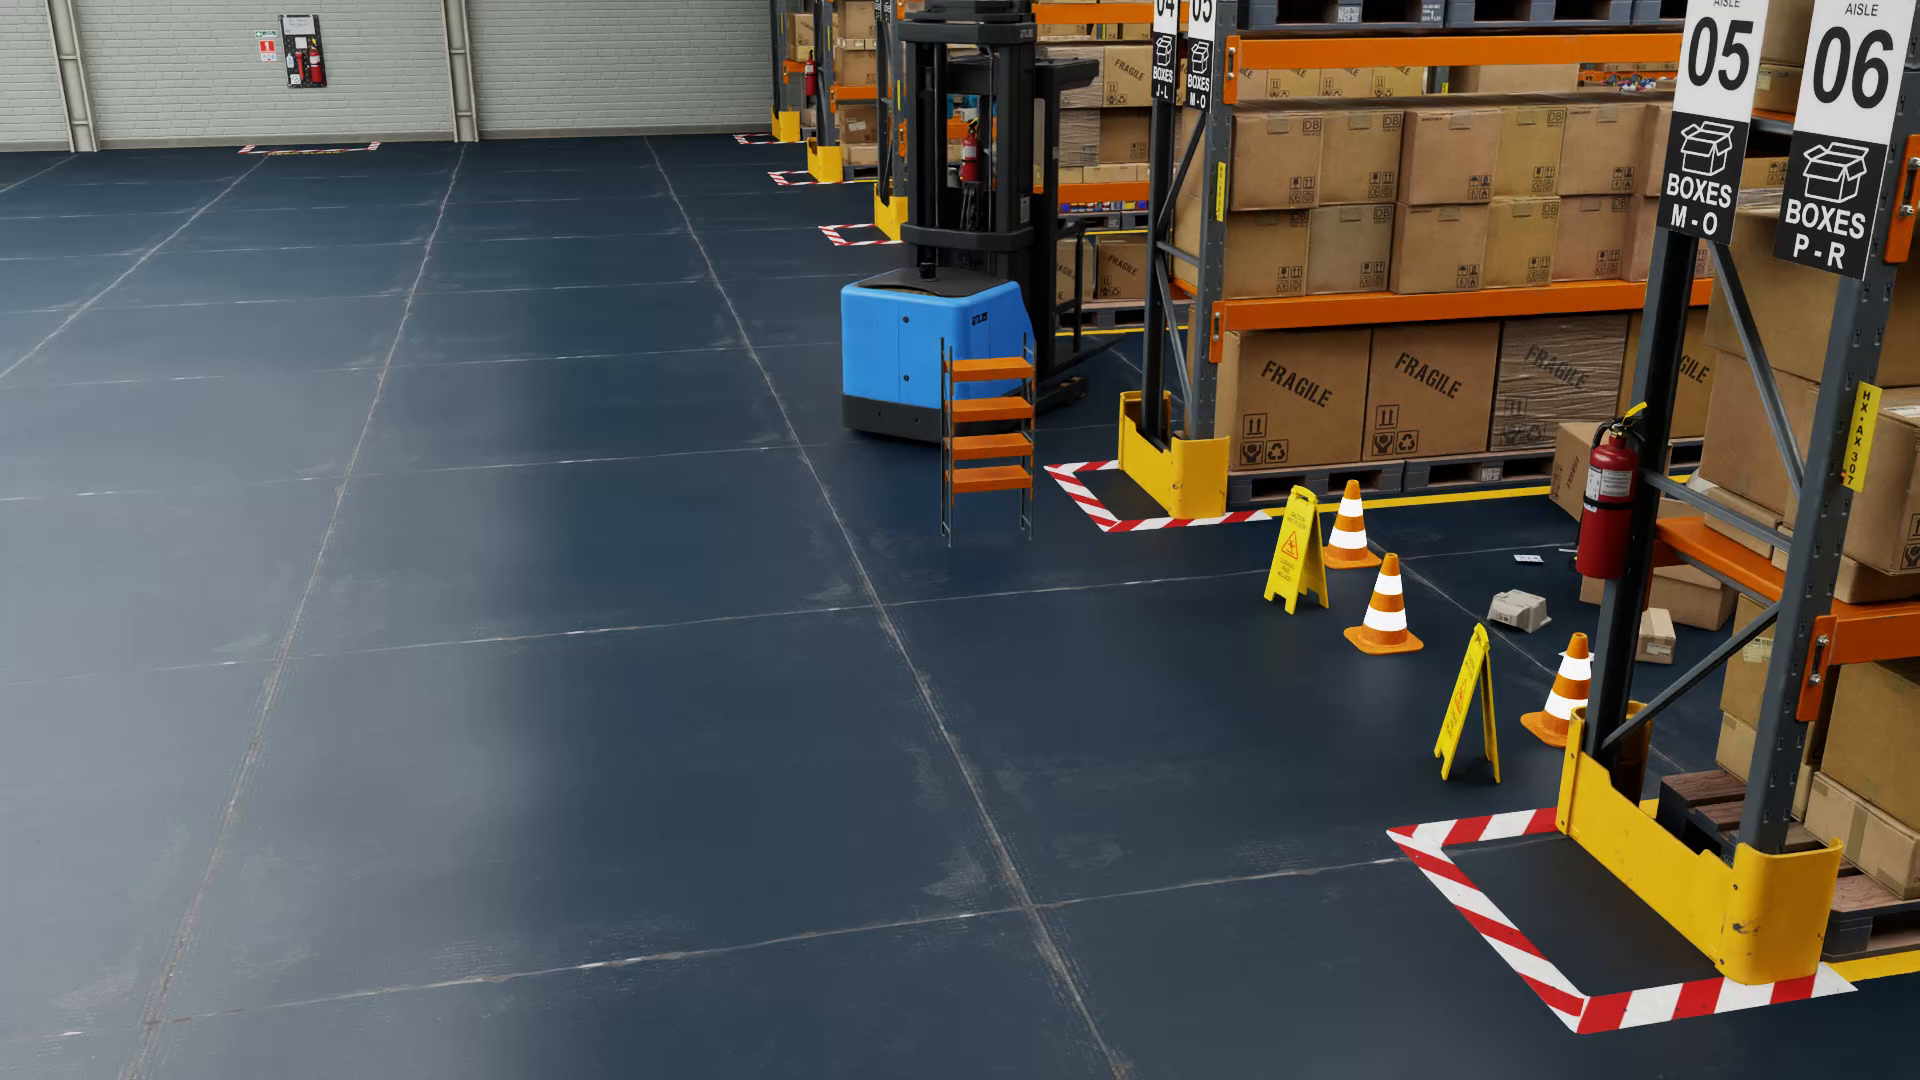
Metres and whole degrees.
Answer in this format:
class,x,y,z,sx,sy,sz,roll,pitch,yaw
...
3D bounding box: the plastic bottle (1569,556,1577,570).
class,x,y,z,sx,sy,sz,roll,pitch,yaw
plastic bottle,3.584,0.120,9.398,0.283,0.061,0.133,-13,24,-31

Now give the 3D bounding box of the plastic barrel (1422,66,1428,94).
class,x,y,z,sx,sy,sz,roll,pitch,yaw
plastic barrel,5.612,-5.563,20.478,0.421,0.512,0.421,0,20,0

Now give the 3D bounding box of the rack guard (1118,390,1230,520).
class,x,y,z,sx,sy,sz,roll,pitch,yaw
rack guard,1.348,-0.562,10.622,0.348,0.500,1.175,-5,21,-12

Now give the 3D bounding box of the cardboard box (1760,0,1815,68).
class,x,y,z,sx,sy,sz,roll,pitch,yaw
cardboard box,3.044,-1.697,5.511,0.500,0.250,0.500,-5,21,-13

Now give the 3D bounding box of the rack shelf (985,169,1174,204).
class,x,y,z,sx,sy,sz,roll,pitch,yaw
rack shelf,2.274,-3.226,15.307,4.000,0.370,1.077,-5,21,-12

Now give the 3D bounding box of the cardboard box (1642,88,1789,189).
class,x,y,z,sx,sy,sz,roll,pitch,yaw
cardboard box,4.897,-2.614,10.801,0.550,0.550,0.875,-5,21,-12

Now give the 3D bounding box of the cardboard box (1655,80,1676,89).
class,x,y,z,sx,sy,sz,roll,pitch,yaw
cardboard box,7.077,-4.149,16.025,0.500,0.500,0.700,-2,20,-4

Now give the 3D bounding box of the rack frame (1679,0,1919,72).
class,x,y,z,sx,sy,sz,roll,pitch,yaw
rack frame,2.608,-2.906,4.664,0.127,3.000,1.000,-5,21,-12

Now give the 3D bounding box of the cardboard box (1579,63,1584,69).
class,x,y,z,sx,sy,sz,roll,pitch,yaw
cardboard box,10.157,-7.844,26.722,0.500,0.500,0.500,-4,21,-12

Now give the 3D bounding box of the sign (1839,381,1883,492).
class,x,y,z,sx,sy,sz,roll,pitch,yaw
sign,2.733,-0.313,5.051,0.005,0.325,0.100,-5,21,-12

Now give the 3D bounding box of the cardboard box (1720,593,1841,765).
class,x,y,z,sx,sy,sz,roll,pitch,yaw
cardboard box,3.328,0.503,6.379,0.500,0.500,0.500,-5,21,-12

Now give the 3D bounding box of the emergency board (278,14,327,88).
class,x,y,z,sx,sy,sz,roll,pitch,yaw
emergency board,-10.862,-8.067,27.476,0.643,1.169,0.194,-5,21,-12

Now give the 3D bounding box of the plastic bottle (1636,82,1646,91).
class,x,y,z,sx,sy,sz,roll,pitch,yaw
plastic bottle,8.604,-5.644,21.032,0.133,0.283,0.061,-5,21,-12

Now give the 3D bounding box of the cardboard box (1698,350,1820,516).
class,x,y,z,sx,sy,sz,roll,pitch,yaw
cardboard box,3.073,-0.410,5.996,0.500,0.500,0.500,-5,21,-13

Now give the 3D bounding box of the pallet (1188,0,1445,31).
class,x,y,z,sx,sy,sz,roll,pitch,yaw
pallet,2.090,-3.167,9.866,1.213,0.211,1.003,-5,21,-12

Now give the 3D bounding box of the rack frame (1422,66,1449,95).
class,x,y,z,sx,sy,sz,roll,pitch,yaw
rack frame,4.221,-3.722,15.615,0.127,3.000,1.000,-5,21,-12

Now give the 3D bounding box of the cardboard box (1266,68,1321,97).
class,x,y,z,sx,sy,sz,roll,pitch,yaw
cardboard box,2.873,-4.171,14.810,0.500,0.500,0.500,-5,21,-12

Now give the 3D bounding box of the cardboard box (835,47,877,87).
class,x,y,z,sx,sy,sz,roll,pitch,yaw
cardboard box,-1.491,-6.802,23.876,0.500,0.500,0.700,-5,21,-12

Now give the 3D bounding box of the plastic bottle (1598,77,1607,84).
class,x,y,z,sx,sy,sz,roll,pitch,yaw
plastic bottle,8.381,-5.907,21.750,0.133,0.283,0.061,-5,21,-12

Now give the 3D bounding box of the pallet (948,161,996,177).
class,x,y,z,sx,sy,sz,roll,pitch,yaw
pallet,-0.028,-5.583,24.747,1.213,0.211,1.003,-5,21,-12

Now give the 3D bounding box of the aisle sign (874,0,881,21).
class,x,y,z,sx,sy,sz,roll,pitch,yaw
aisle sign,-0.950,-6.378,19.086,0.004,0.787,0.394,-5,21,-12

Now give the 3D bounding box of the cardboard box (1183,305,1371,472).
class,x,y,z,sx,sy,sz,roll,pitch,yaw
cardboard box,2.016,-1.013,10.697,0.875,0.875,0.875,-5,21,-12

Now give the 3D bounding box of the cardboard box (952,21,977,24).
class,x,y,z,sx,sy,sz,roll,pitch,yaw
cardboard box,0.049,-7.538,24.001,0.500,0.500,0.700,-5,21,-12

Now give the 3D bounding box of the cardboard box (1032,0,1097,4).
class,x,y,z,sx,sy,sz,roll,pitch,yaw
cardboard box,0.856,-4.695,14.129,0.500,0.250,0.500,-4,21,-11

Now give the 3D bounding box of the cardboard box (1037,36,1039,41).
class,x,y,z,sx,sy,sz,roll,pitch,yaw
cardboard box,0.979,-7.235,24.117,0.250,0.149,0.380,-5,21,-13

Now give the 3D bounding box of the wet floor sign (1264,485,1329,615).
class,x,y,z,sx,sy,sz,roll,pitch,yaw
wet floor sign,1.798,0.033,8.786,0.232,0.644,0.267,-8,22,-22

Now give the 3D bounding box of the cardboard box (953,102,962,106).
class,x,y,z,sx,sy,sz,roll,pitch,yaw
cardboard box,-0.038,-6.245,24.800,0.500,0.500,0.500,-5,21,-12

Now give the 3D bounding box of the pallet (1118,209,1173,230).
class,x,y,z,sx,sy,sz,roll,pitch,yaw
pallet,2.418,-4.032,20.514,1.213,0.211,1.003,-5,21,-12

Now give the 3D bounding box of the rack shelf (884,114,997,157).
class,x,y,z,sx,sy,sz,roll,pitch,yaw
rack shelf,1.135,-4.884,19.833,4.000,0.370,1.077,-5,21,-12

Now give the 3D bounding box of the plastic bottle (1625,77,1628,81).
class,x,y,z,sx,sy,sz,roll,pitch,yaw
plastic bottle,8.691,-5.933,21.819,0.133,0.283,0.061,-5,21,-12

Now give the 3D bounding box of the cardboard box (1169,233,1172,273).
class,x,y,z,sx,sy,sz,roll,pitch,yaw
cardboard box,2.127,-2.575,15.507,0.500,0.500,0.500,-3,20,-7

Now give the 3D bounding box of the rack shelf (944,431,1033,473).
class,x,y,z,sx,sy,sz,roll,pitch,yaw
rack shelf,0.161,-0.513,9.667,0.480,0.148,0.258,-5,21,-12

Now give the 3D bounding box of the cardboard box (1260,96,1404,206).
class,x,y,z,sx,sy,sz,roll,pitch,yaw
cardboard box,2.255,-2.406,10.233,0.550,0.550,0.875,-5,21,-12

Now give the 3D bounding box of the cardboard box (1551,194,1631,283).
class,x,y,z,sx,sy,sz,roll,pitch,yaw
cardboard box,3.825,-2.037,10.796,0.550,0.550,0.875,-5,21,-12

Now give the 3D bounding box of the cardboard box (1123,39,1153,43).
class,x,y,z,sx,sy,sz,roll,pitch,yaw
cardboard box,1.779,-4.268,15.074,0.500,0.500,0.500,-5,21,-12

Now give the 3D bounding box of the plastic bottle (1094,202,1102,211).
class,x,y,z,sx,sy,sz,roll,pitch,yaw
plastic bottle,1.652,-4.079,19.917,0.097,0.271,0.097,0,20,0

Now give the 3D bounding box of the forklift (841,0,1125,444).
class,x,y,z,sx,sy,sz,roll,pitch,yaw
forklift,0.332,-2.478,12.319,1.130,2.935,3.031,11,23,28

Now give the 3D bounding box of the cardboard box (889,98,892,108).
class,x,y,z,sx,sy,sz,roll,pitch,yaw
cardboard box,-1.117,-7.524,28.987,0.500,0.500,0.700,-6,21,-16

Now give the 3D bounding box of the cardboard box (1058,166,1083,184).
class,x,y,z,sx,sy,sz,roll,pitch,yaw
cardboard box,0.908,-3.244,14.674,0.250,0.149,0.380,-5,21,-12

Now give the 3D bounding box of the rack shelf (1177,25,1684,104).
class,x,y,z,sx,sy,sz,roll,pitch,yaw
rack shelf,3.317,-2.966,10.237,4.000,0.370,1.077,-5,21,-12

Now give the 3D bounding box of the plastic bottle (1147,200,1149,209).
class,x,y,z,sx,sy,sz,roll,pitch,yaw
plastic bottle,2.334,-4.180,20.077,0.185,0.351,0.144,-6,21,-15

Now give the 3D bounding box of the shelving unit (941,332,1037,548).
class,x,y,z,sx,sy,sz,roll,pitch,yaw
shelving unit,0.161,-0.576,9.644,0.503,1.200,0.258,-5,21,-12

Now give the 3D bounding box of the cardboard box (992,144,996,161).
class,x,y,z,sx,sy,sz,roll,pitch,yaw
cardboard box,0.572,-5.754,24.549,0.500,0.250,0.500,-5,21,-12

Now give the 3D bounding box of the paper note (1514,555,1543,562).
class,x,y,z,sx,sy,sz,roll,pitch,yaw
paper note,3.247,0.105,9.486,0.142,0.017,0.144,2,20,6

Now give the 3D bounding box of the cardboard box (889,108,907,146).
class,x,y,z,sx,sy,sz,roll,pitch,yaw
cardboard box,-0.889,-5.988,24.098,0.500,0.500,0.500,-5,21,-12

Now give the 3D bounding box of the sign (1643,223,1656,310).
class,x,y,z,sx,sy,sz,roll,pitch,yaw
sign,2.500,-0.968,5.953,0.005,0.325,0.100,-5,21,-12

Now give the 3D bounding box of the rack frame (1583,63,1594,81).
class,x,y,z,sx,sy,sz,roll,pitch,yaw
rack frame,9.730,-7.672,26.397,0.127,3.000,1.000,-5,21,-12
